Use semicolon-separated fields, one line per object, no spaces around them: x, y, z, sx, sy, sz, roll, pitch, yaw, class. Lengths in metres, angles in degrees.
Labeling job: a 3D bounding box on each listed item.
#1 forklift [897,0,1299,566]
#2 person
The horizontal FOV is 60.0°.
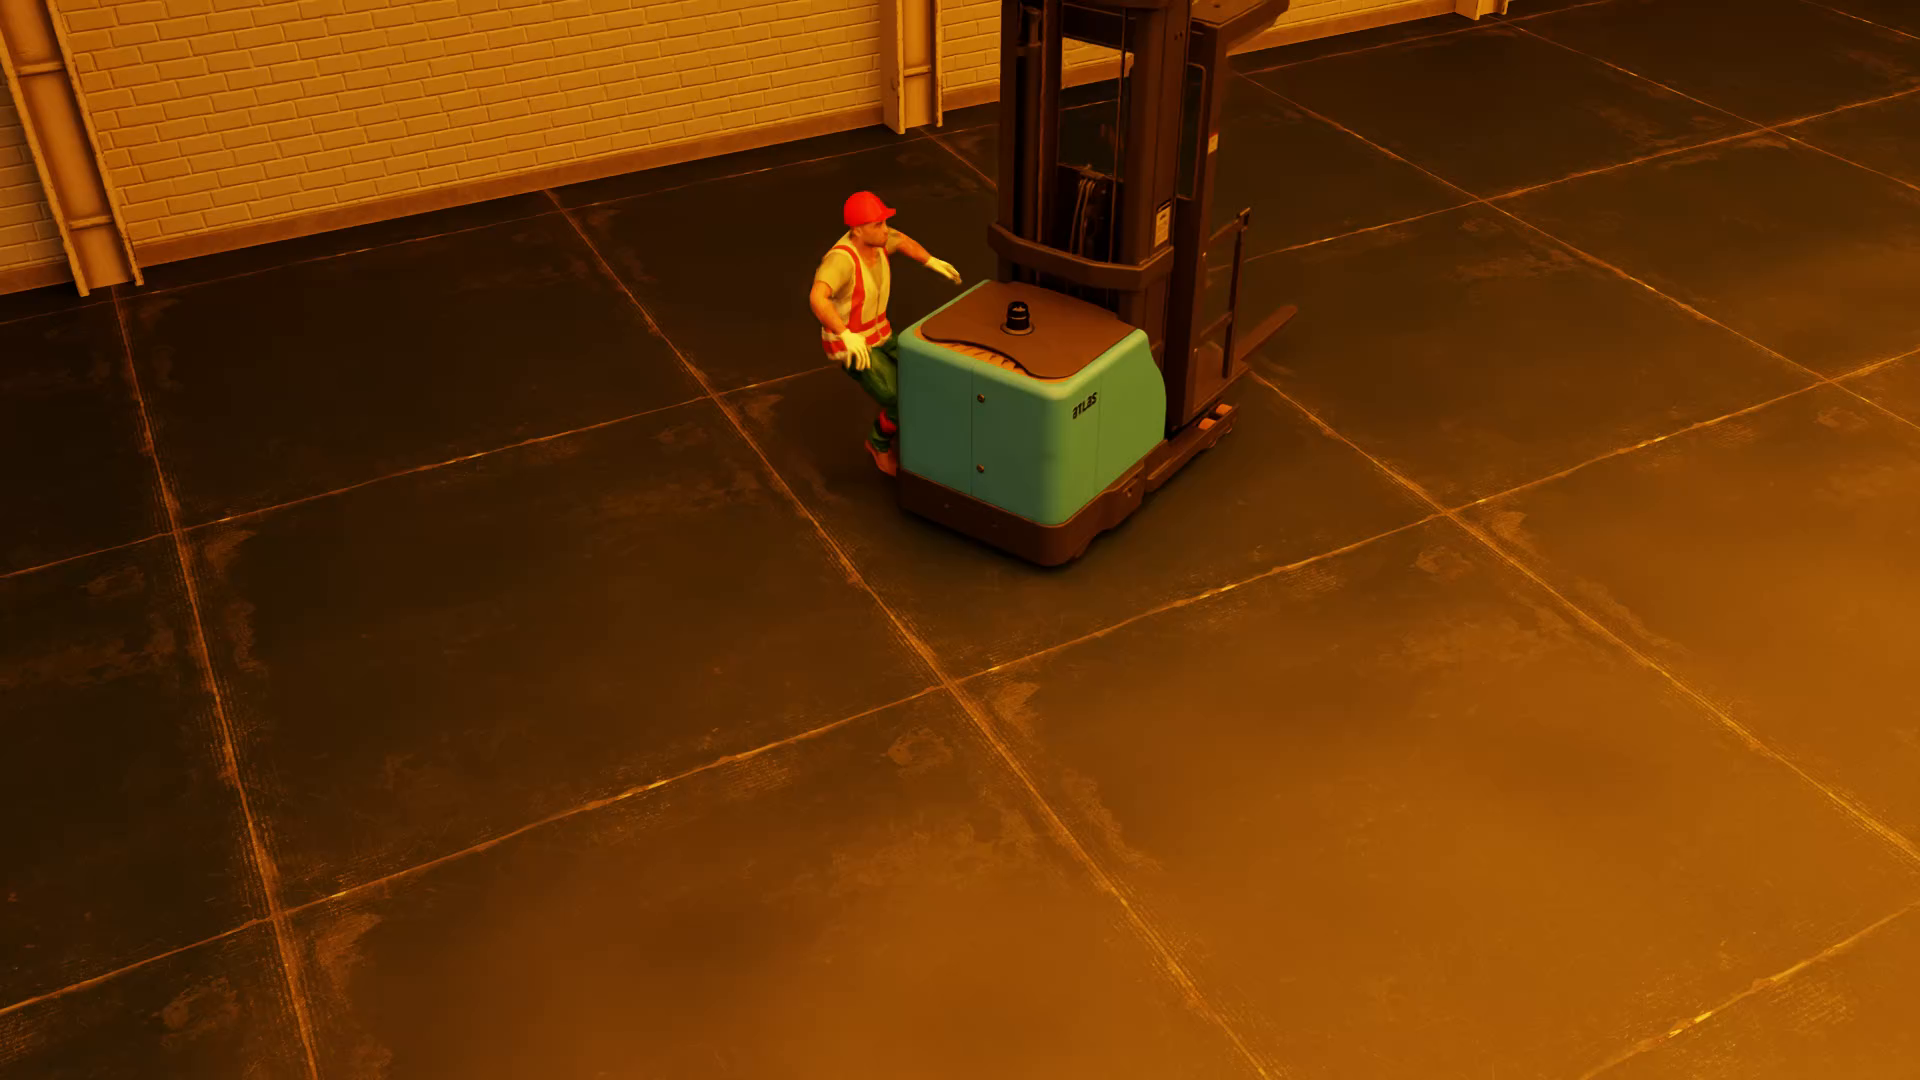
0.942;-1.866;8.763;1.130;2.935;3.031;23;41;29;forklift
-0.293;-1.027;8.717;0.829;1.629;1.105;17;39;23;person
